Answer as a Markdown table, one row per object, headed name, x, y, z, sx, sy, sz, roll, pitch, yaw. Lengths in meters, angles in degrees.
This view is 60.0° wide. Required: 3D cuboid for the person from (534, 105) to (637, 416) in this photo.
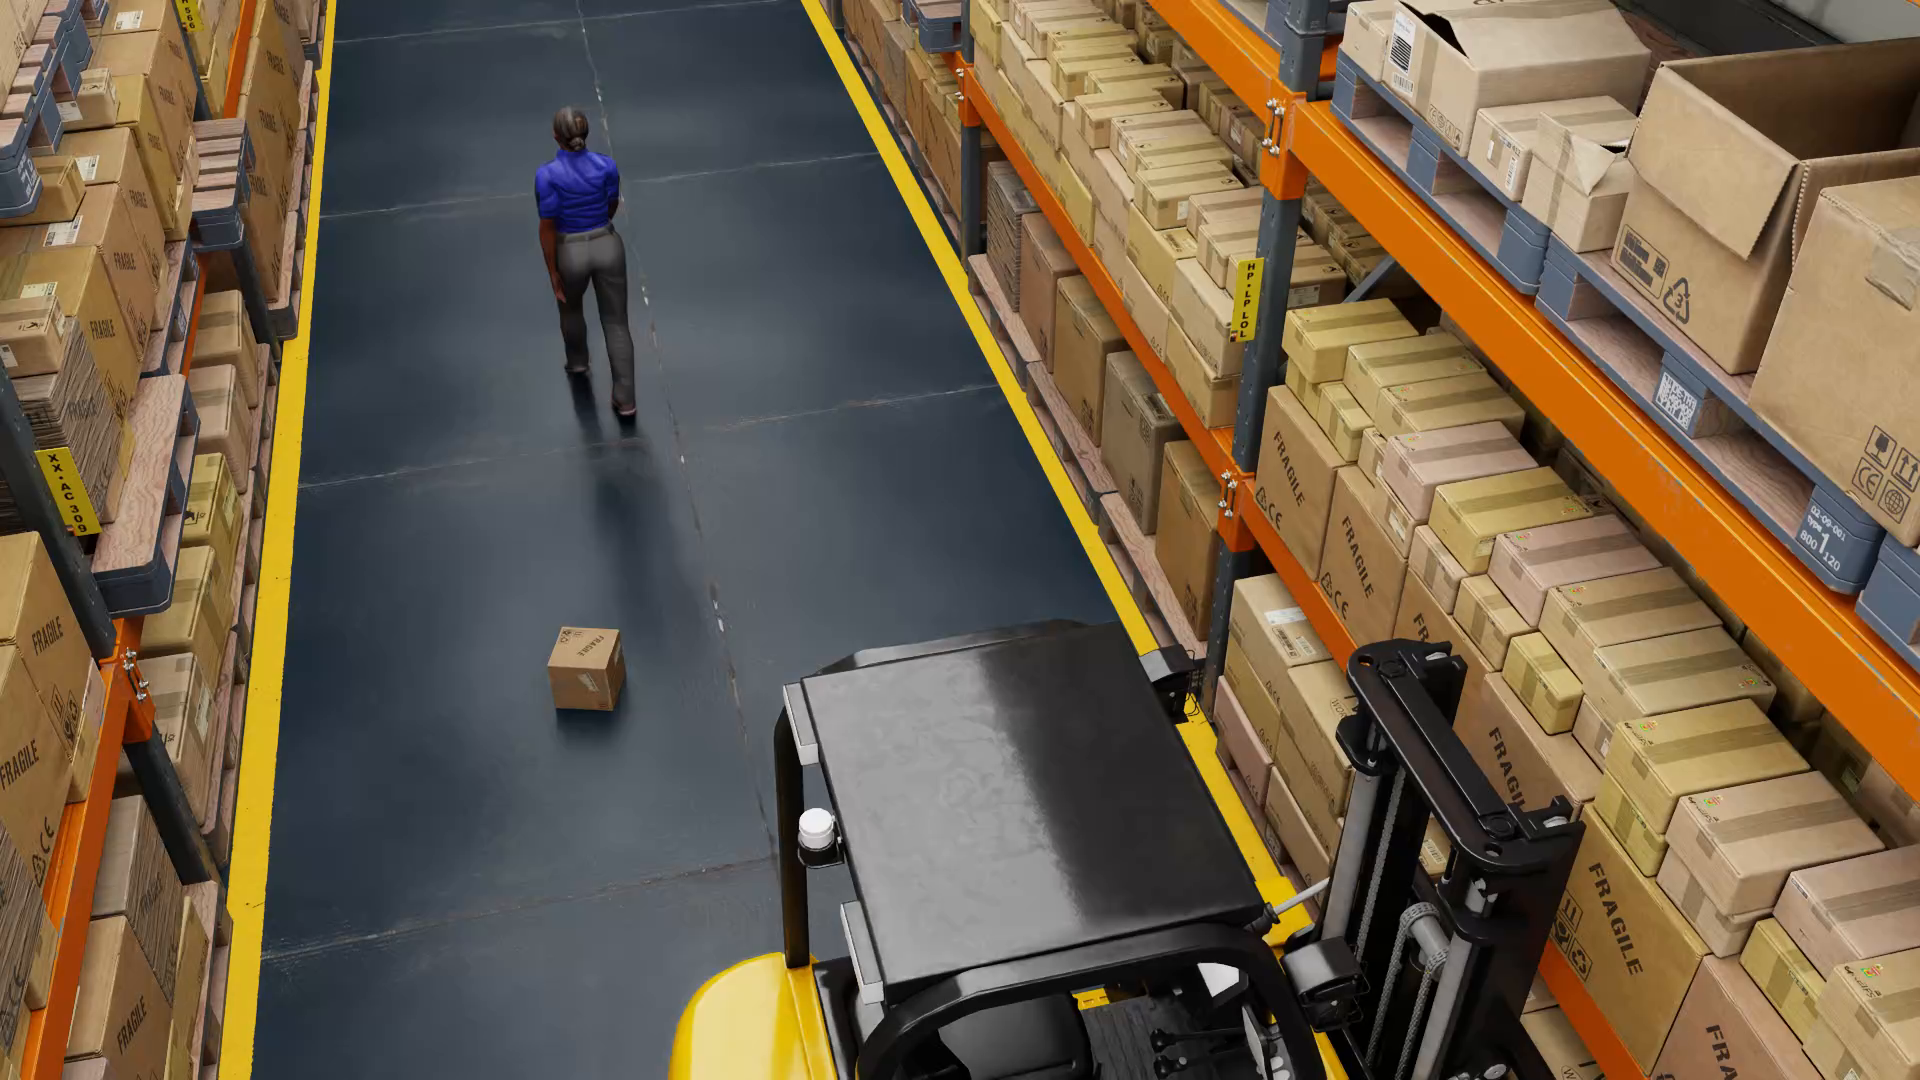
| name | x | y | z | sx | sy | sz | roll | pitch | yaw |
| --- | --- | --- | --- | --- | --- | --- | --- | --- | --- |
| person | -1.928 | -1.450 | 8.572 | 0.448 | 1.692 | 0.768 | -13 | 40 | -16 |
